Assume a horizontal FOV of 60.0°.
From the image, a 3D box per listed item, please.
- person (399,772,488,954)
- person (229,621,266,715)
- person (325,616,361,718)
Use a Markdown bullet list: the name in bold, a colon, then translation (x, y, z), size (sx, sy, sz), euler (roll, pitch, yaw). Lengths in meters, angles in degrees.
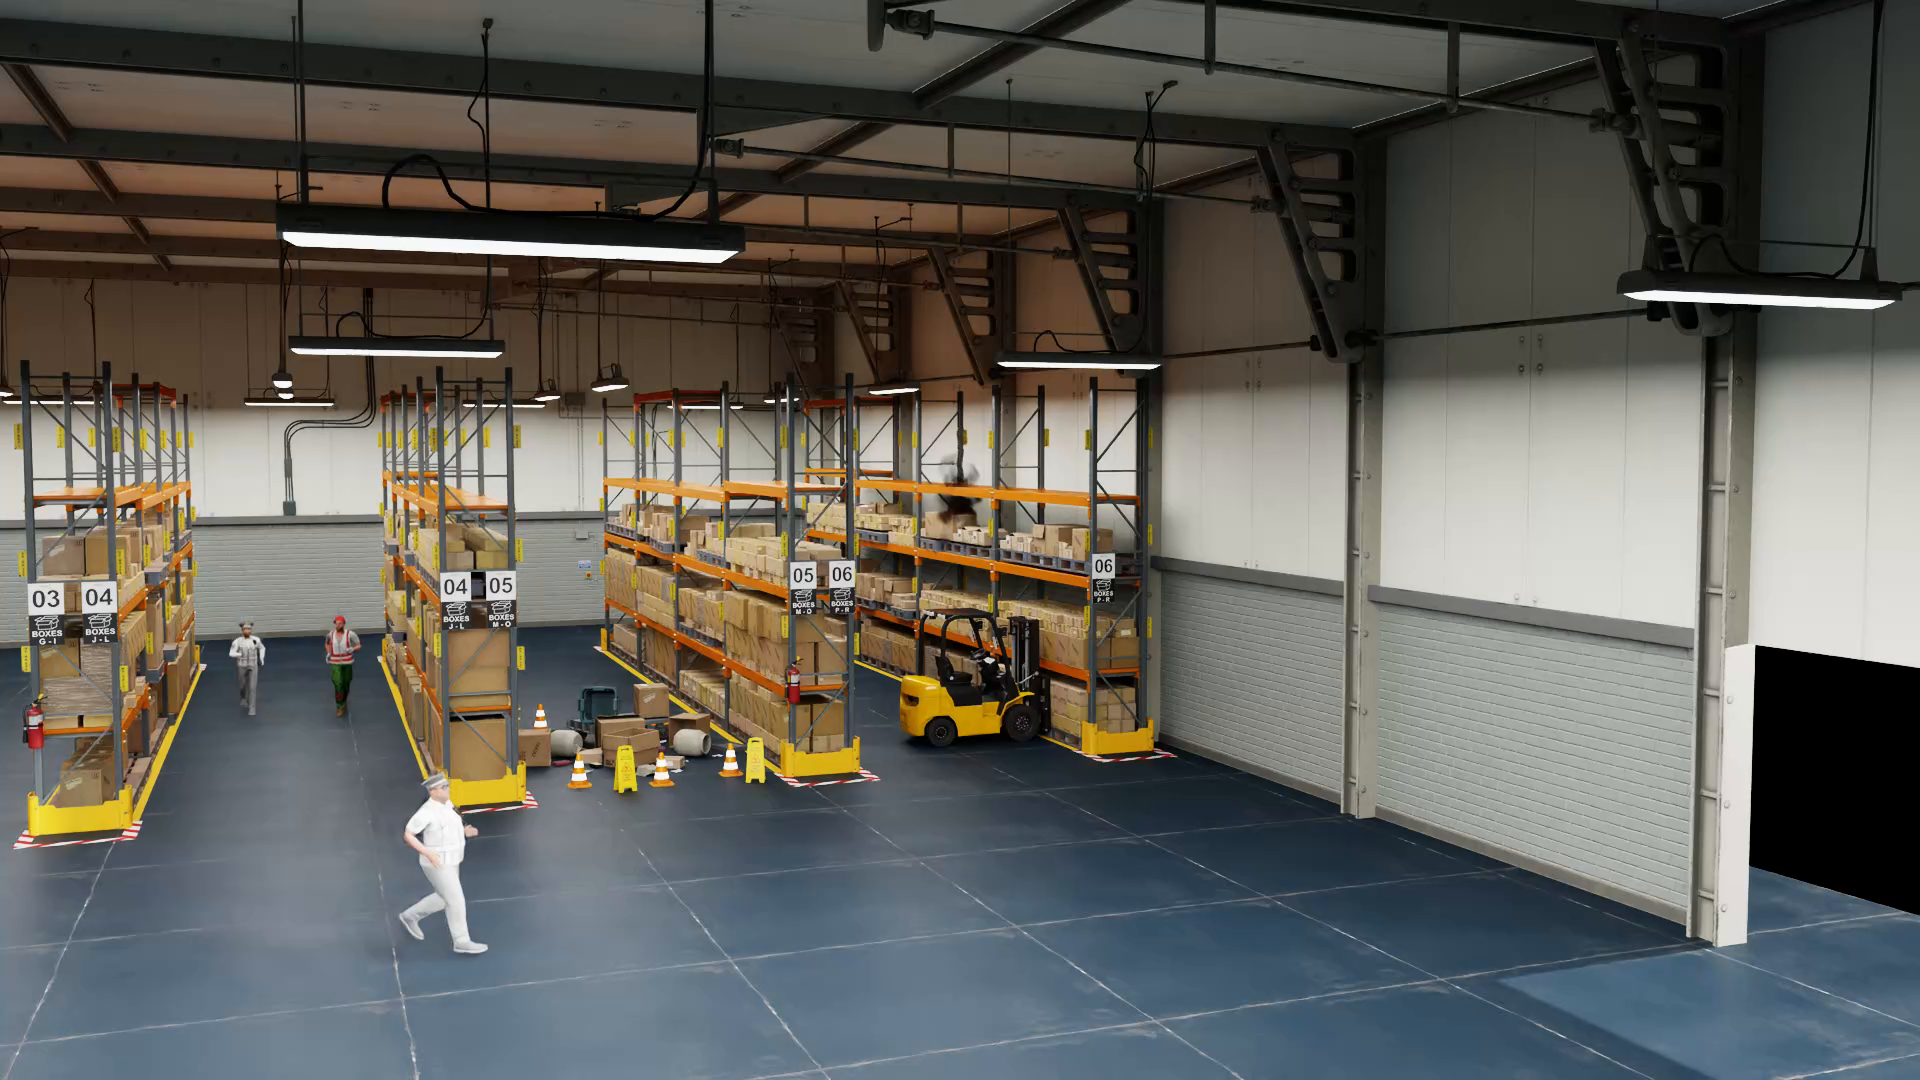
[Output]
- **person**: translation (-5.073, 3.130, 16.233), size (0.953, 1.755, 0.672), euler (0, 3, 6)
- **person**: translation (-13.008, 2.314, 30.382), size (0.615, 1.674, 0.928), euler (-2, 4, -24)
- **person**: translation (-11.261, 2.275, 30.357), size (0.633, 1.804, 0.928), euler (-1, 4, -18)
